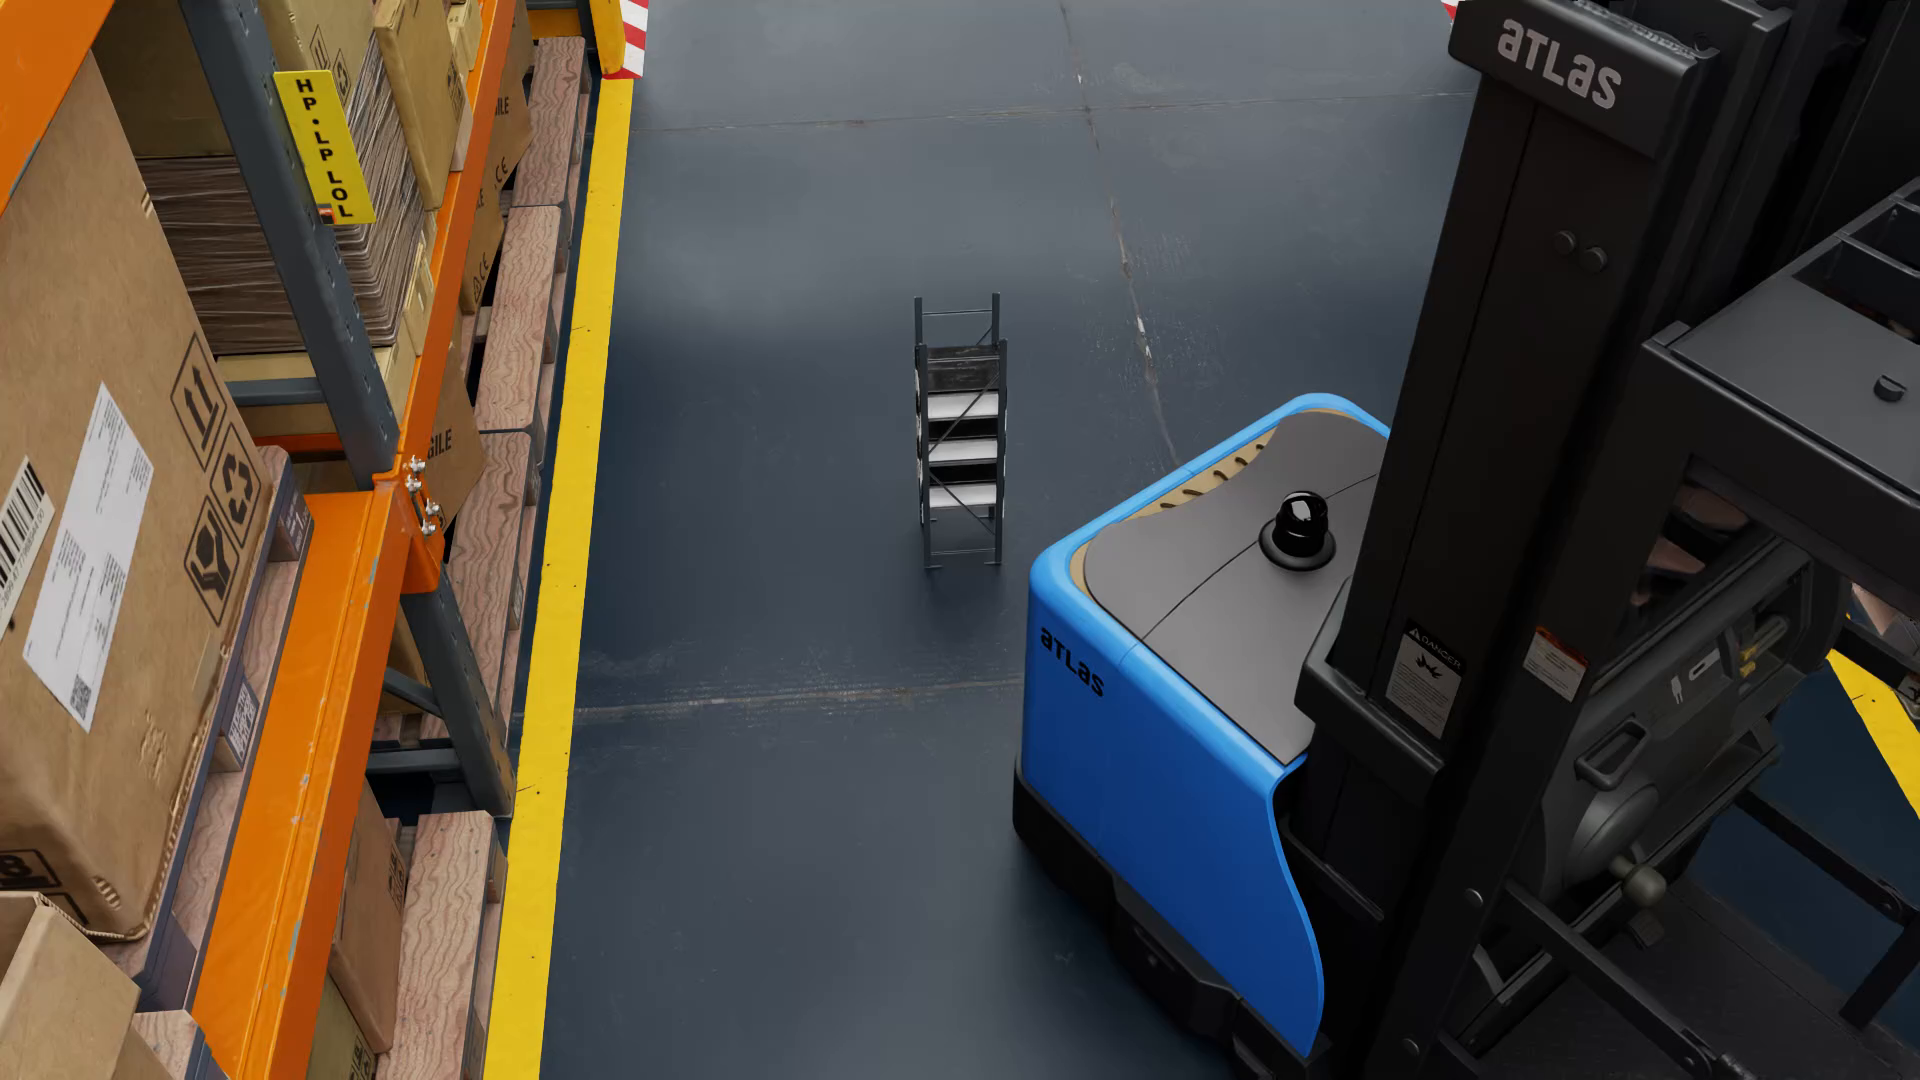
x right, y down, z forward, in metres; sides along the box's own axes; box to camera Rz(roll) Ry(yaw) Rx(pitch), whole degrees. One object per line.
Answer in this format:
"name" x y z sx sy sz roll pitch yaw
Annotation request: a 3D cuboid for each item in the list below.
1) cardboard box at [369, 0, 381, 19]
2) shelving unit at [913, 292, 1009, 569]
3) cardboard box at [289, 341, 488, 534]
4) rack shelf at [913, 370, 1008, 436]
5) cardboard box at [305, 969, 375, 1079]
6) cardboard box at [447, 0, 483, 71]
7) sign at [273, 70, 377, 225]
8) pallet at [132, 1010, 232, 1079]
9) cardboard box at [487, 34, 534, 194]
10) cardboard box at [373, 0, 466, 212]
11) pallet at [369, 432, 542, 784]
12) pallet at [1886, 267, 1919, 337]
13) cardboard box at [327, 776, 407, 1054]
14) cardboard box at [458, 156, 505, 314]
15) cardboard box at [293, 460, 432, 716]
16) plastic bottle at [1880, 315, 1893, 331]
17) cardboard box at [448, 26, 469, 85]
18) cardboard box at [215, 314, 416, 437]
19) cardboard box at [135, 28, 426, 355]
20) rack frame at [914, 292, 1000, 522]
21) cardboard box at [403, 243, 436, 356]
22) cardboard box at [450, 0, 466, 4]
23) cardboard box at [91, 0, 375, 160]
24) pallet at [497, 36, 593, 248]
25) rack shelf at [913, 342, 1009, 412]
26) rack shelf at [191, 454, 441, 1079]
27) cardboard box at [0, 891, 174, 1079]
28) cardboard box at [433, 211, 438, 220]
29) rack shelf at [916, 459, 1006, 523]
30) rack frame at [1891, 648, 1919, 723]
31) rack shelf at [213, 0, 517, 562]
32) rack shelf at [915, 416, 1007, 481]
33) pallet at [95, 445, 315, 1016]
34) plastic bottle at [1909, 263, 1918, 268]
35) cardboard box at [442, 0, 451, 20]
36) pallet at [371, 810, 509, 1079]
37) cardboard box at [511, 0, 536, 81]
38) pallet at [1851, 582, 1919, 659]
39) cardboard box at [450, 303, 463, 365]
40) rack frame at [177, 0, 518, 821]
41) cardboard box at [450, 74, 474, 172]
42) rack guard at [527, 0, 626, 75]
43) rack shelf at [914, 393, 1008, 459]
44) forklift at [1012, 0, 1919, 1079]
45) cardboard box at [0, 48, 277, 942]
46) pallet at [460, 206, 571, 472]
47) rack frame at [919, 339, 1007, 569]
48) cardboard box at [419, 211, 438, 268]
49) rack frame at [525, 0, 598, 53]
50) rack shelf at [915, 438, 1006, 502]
"cardboard box" -1.548 -1.467 3.611 0.500 0.500 0.500 -3 47 -3
"shelving unit" 0.001 -0.304 4.918 0.258 0.900 0.210 -3 47 -3
"cardboard box" -1.770 -0.275 4.877 0.500 0.500 0.500 10 47 9
"rack shelf" 0.001 -0.404 4.811 0.258 0.077 0.200 -3 47 -3
"cardboard box" -1.670 1.216 3.451 0.700 0.500 0.500 -4 47 -4
"cardboard box" -1.578 -1.456 4.736 0.380 0.149 0.250 -3 47 -3
"sign" -1.168 -0.719 3.067 0.100 0.325 0.005 -3 47 -3
"pallet" -1.592 1.246 2.136 1.003 0.211 1.213 -3 47 -3
"cardboard box" -1.936 -1.580 6.113 0.500 0.500 0.500 8 47 7
"cardboard box" -1.704 -1.114 3.966 0.875 0.500 0.500 -3 47 -3
"pallet" -1.812 0.191 4.924 1.003 0.211 1.213 -3 47 -3
"pallet" 3.095 -1.000 6.051 1.003 0.211 1.213 -3 47 -3
"cardboard box" -1.691 0.870 3.779 0.700 0.500 0.500 -7 47 -6
"cardboard box" -1.902 -1.126 5.683 0.500 0.500 0.500 0 47 0
"cardboard box" -1.714 0.139 4.485 0.500 0.500 0.500 -5 47 -5
"plastic bottle" 2.931 -0.648 5.366 0.061 0.283 0.133 -3 47 -3
"cardboard box" -1.568 -1.275 4.564 0.380 0.149 0.250 -3 47 -3
"cardboard box" -1.439 -0.372 3.709 0.380 0.149 0.250 -3 47 -3
"cardboard box" -1.697 -0.750 3.621 0.875 0.500 0.500 -3 47 -3
"rack frame" -0.008 -0.377 4.987 0.240 0.900 0.006 -3 47 -3
"cardboard box" -1.447 -0.553 3.881 0.380 0.149 0.250 -3 47 -3
"cardboard box" -1.846 -1.834 4.647 0.875 0.500 0.500 -3 47 -3
"cardboard box" -1.505 -1.106 3.269 0.500 0.500 0.500 -3 47 -3
"pallet" -2.016 -1.575 6.596 1.003 0.211 1.213 -3 47 -3
"rack shelf" 0.001 -0.466 4.746 0.258 0.077 0.200 -3 47 -3
"rack shelf" -1.553 1.410 2.344 1.077 0.370 4.000 -3 47 -3
"cardboard box" -1.484 0.784 2.081 0.797 0.503 0.637 1 47 1
"cardboard box" -1.526 -0.913 4.222 0.380 0.149 0.250 -3 47 -3
"rack shelf" 0.001 -0.157 5.073 0.258 0.077 0.200 -3 47 -3
"rack frame" 3.215 -0.585 3.738 1.000 3.000 0.127 -3 47 -3
"rack shelf" -1.888 -1.484 5.085 1.077 0.370 4.000 -3 47 -3
"rack shelf" 0.001 -0.281 4.942 0.258 0.077 0.200 -3 47 -3
"pallet" -1.802 0.343 2.991 1.003 0.211 1.213 -3 47 -3
"plastic bottle" 3.353 -1.061 5.813 0.097 0.201 0.097 0 47 0
"cardboard box" -1.846 -1.470 4.302 0.875 0.500 0.500 -3 47 -3
"pallet" -1.654 1.238 3.932 1.003 0.211 1.213 -3 47 -3
"cardboard box" -2.020 -2.010 6.520 0.500 0.500 0.500 4 47 4
"pallet" 3.200 -0.115 5.213 1.003 0.211 1.213 -3 47 -3
"cardboard box" -1.900 -0.719 5.298 0.500 0.500 0.500 -7 47 -7
"rack frame" -1.721 -0.284 3.453 1.000 3.000 0.127 -3 47 -3
"cardboard box" -1.506 -1.096 4.395 0.380 0.149 0.250 -3 47 -3
"rack guard" -2.049 -2.264 7.050 1.175 0.500 0.348 -3 47 -3
"rack shelf" 0.001 -0.343 4.877 0.258 0.077 0.200 -3 47 -3
"forklift" 1.454 0.391 2.861 1.130 2.935 3.031 -30 54 -26
"cardboard box" -1.794 -0.052 2.531 1.000 1.000 1.000 -3 47 -3
"pallet" -1.917 -0.694 5.762 1.003 0.211 1.213 -3 47 -3
"rack frame" 0.009 -0.230 4.848 0.240 0.900 0.006 -3 47 -3
"cardboard box" -1.495 -0.733 4.051 0.380 0.149 0.250 -3 47 -3
"rack frame" -2.056 -3.178 6.194 1.000 3.000 0.127 -3 47 -3
"rack shelf" 0.001 -0.219 5.007 0.258 0.077 0.200 -3 47 -3
